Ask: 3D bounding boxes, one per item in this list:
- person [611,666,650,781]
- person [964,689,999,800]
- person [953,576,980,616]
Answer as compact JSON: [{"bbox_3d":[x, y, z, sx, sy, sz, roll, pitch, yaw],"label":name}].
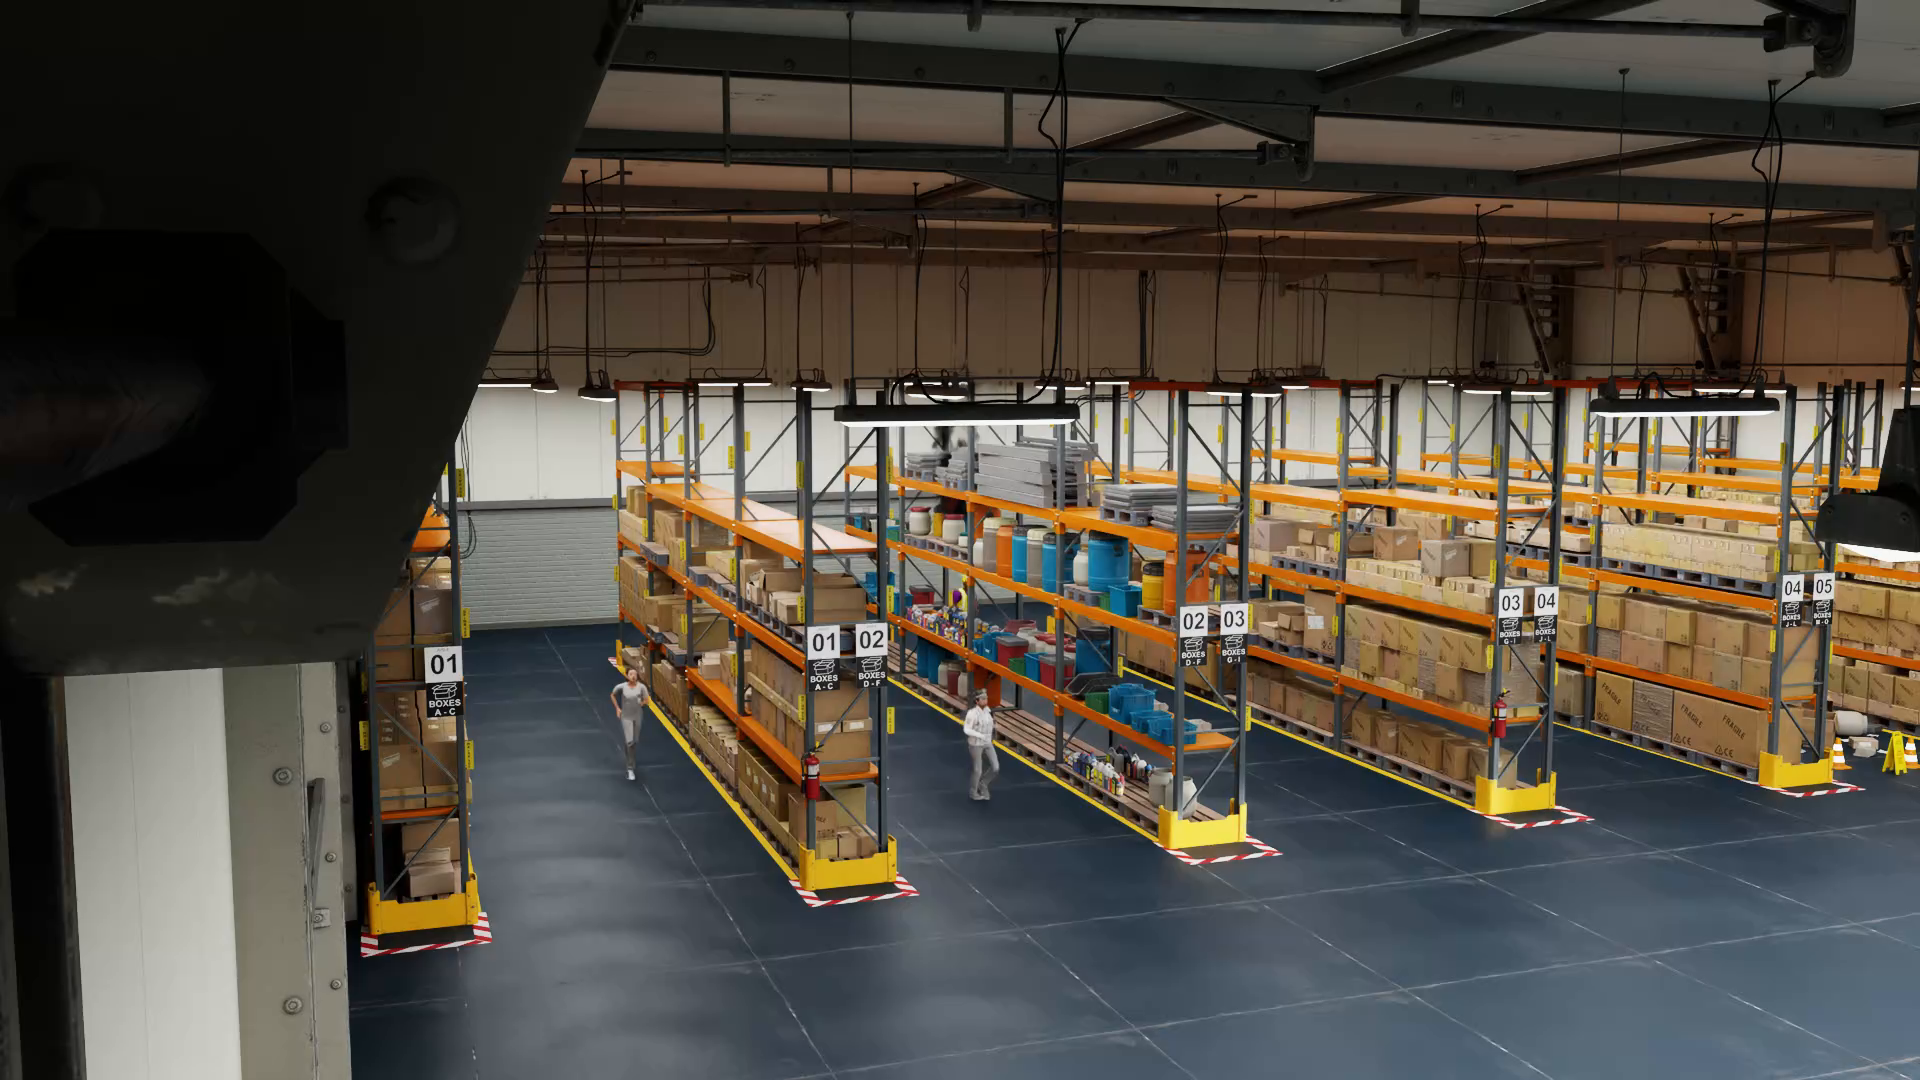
[{"bbox_3d":[-5.066,2.794,25.643,0.550,1.729,0.780,-3,7,-27],"label":"person"},{"bbox_3d":[0.324,2.963,24.006,0.618,1.659,0.597,-5,8,-37],"label":"person"},{"bbox_3d":[0.097,1.633,36.447,0.696,1.728,0.745,-4,7,-32],"label":"person"}]
